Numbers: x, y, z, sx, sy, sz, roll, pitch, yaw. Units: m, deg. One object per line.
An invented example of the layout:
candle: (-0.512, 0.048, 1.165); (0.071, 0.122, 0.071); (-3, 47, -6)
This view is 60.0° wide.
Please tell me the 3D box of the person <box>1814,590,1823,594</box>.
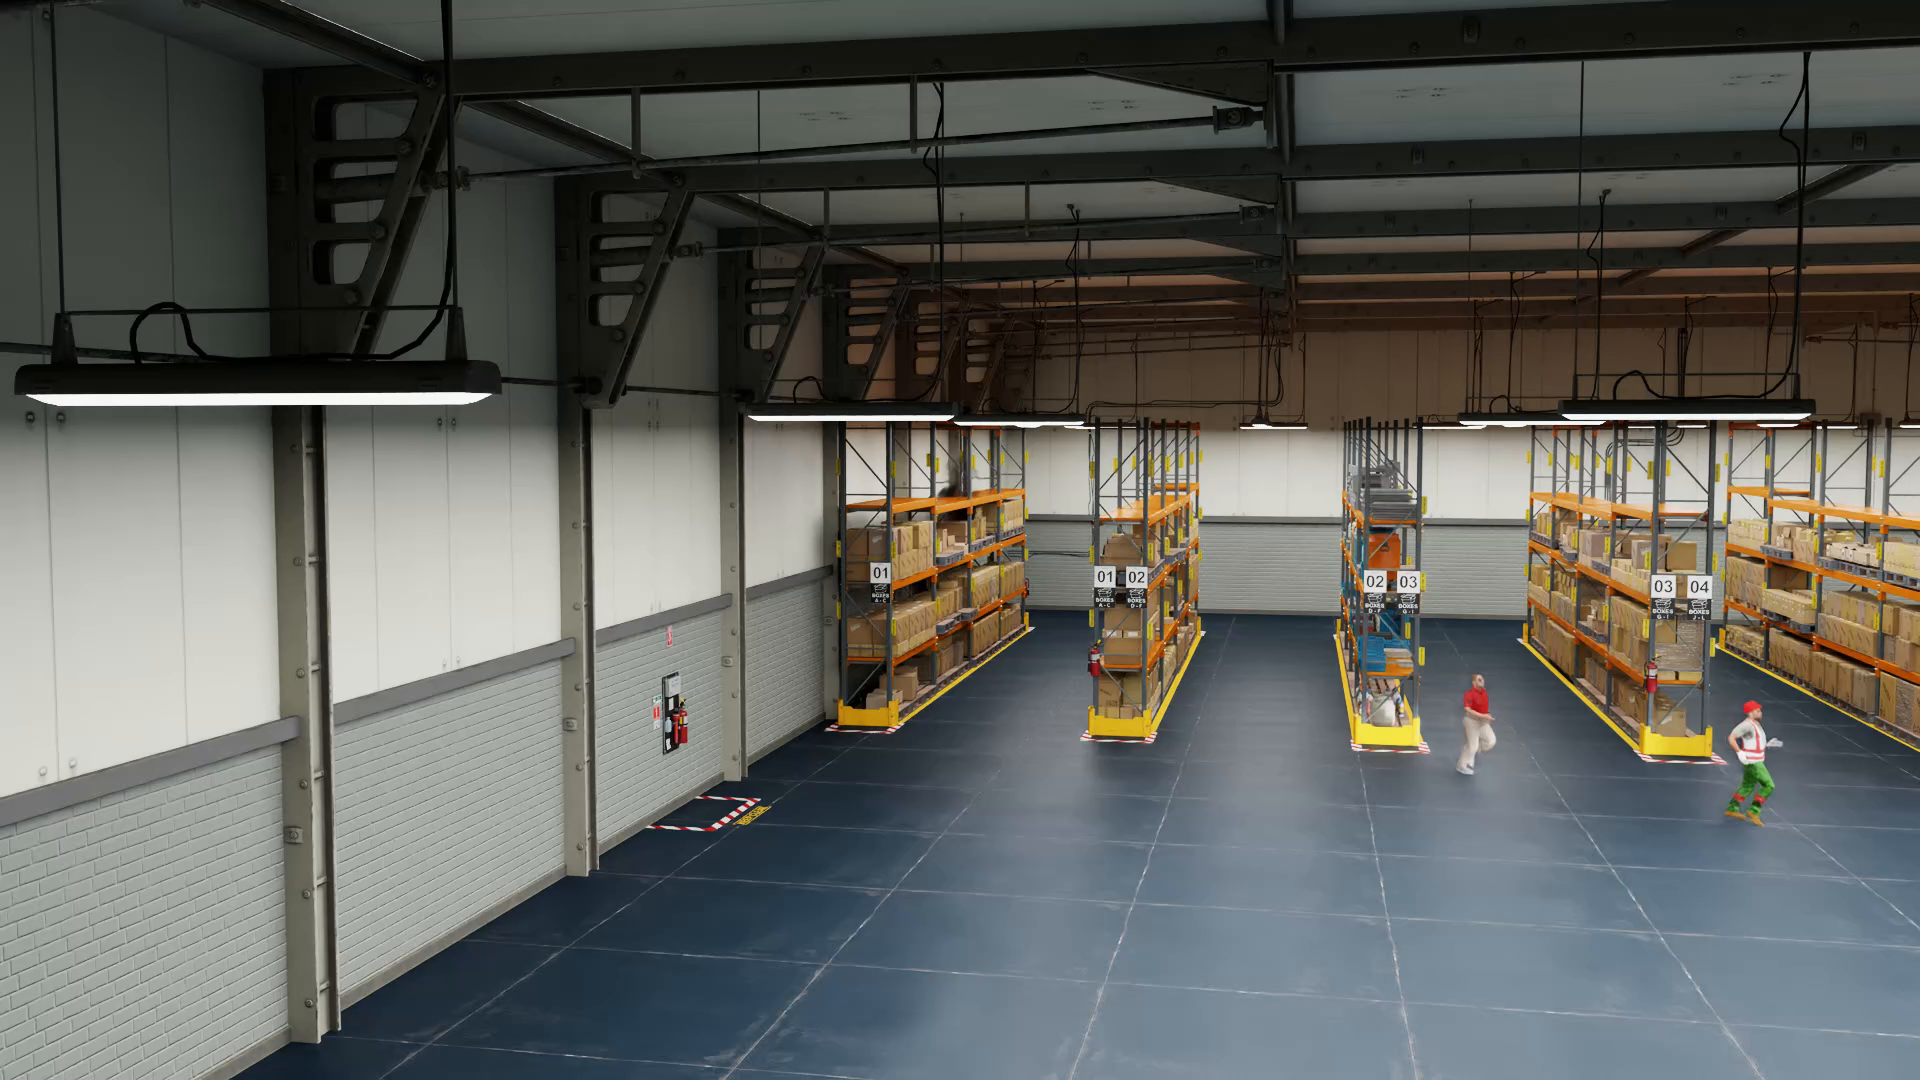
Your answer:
person: (22.272, 2.105, 43.120); (0.575, 1.708, 0.711); (0, 4, -6)

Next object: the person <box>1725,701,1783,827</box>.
person: (11.563, 3.257, 24.223); (0.735, 1.815, 0.641); (2, 4, 33)

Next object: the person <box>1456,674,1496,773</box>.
person: (8.678, 3.077, 27.830); (0.680, 1.686, 0.712); (-3, 5, -37)
